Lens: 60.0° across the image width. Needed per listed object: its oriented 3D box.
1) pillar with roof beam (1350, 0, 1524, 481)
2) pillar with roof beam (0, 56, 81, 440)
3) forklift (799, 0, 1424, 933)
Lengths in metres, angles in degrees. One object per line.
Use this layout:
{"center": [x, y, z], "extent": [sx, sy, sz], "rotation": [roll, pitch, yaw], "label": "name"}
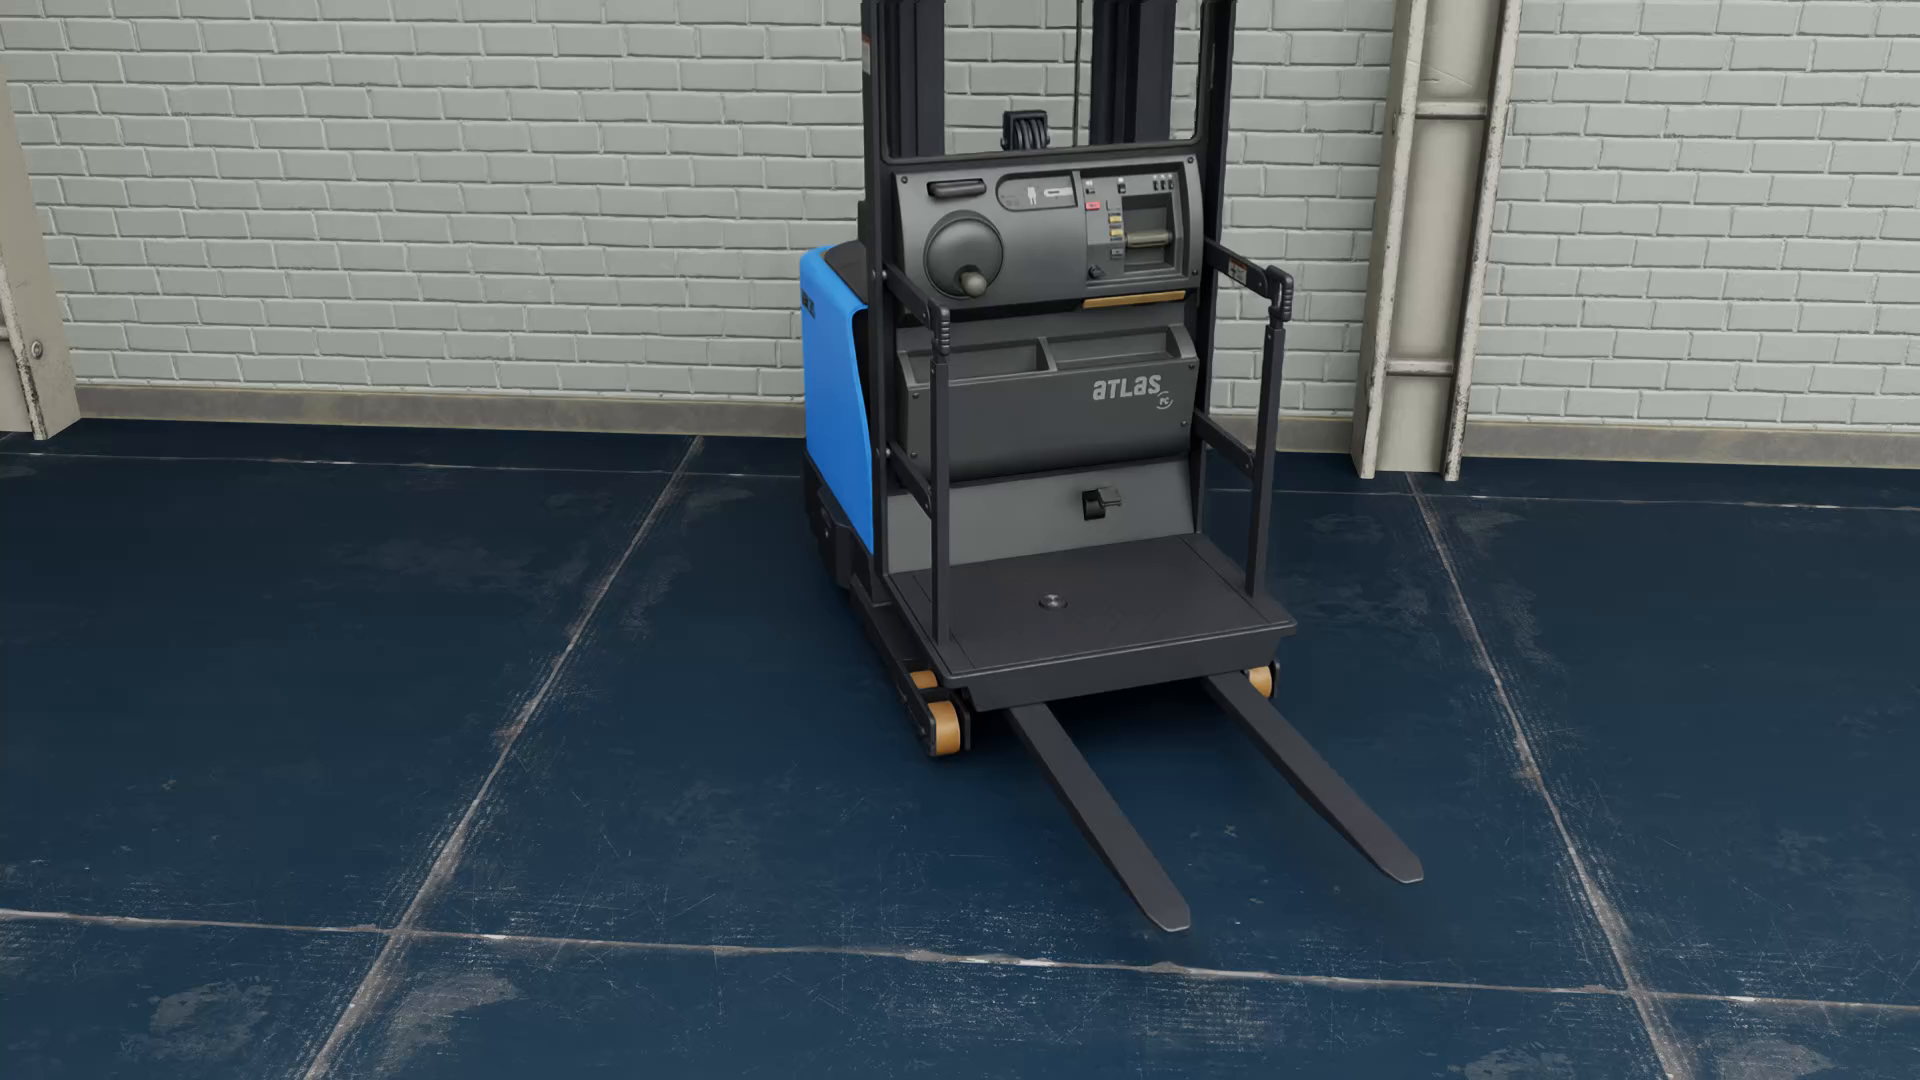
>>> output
{"center": [1.515, -2.605, 1.146], "extent": [0.400, 9.000, 9.100], "rotation": [2, 25, 4], "label": "pillar with roof beam"}
{"center": [-4.467, -2.797, 1.563], "extent": [0.400, 9.000, 9.100], "rotation": [2, 25, 4], "label": "pillar with roof beam"}
{"center": [0.337, -0.883, 4.664], "extent": [1.130, 2.935, 3.031], "rotation": [-7, 26, -16], "label": "forklift"}
